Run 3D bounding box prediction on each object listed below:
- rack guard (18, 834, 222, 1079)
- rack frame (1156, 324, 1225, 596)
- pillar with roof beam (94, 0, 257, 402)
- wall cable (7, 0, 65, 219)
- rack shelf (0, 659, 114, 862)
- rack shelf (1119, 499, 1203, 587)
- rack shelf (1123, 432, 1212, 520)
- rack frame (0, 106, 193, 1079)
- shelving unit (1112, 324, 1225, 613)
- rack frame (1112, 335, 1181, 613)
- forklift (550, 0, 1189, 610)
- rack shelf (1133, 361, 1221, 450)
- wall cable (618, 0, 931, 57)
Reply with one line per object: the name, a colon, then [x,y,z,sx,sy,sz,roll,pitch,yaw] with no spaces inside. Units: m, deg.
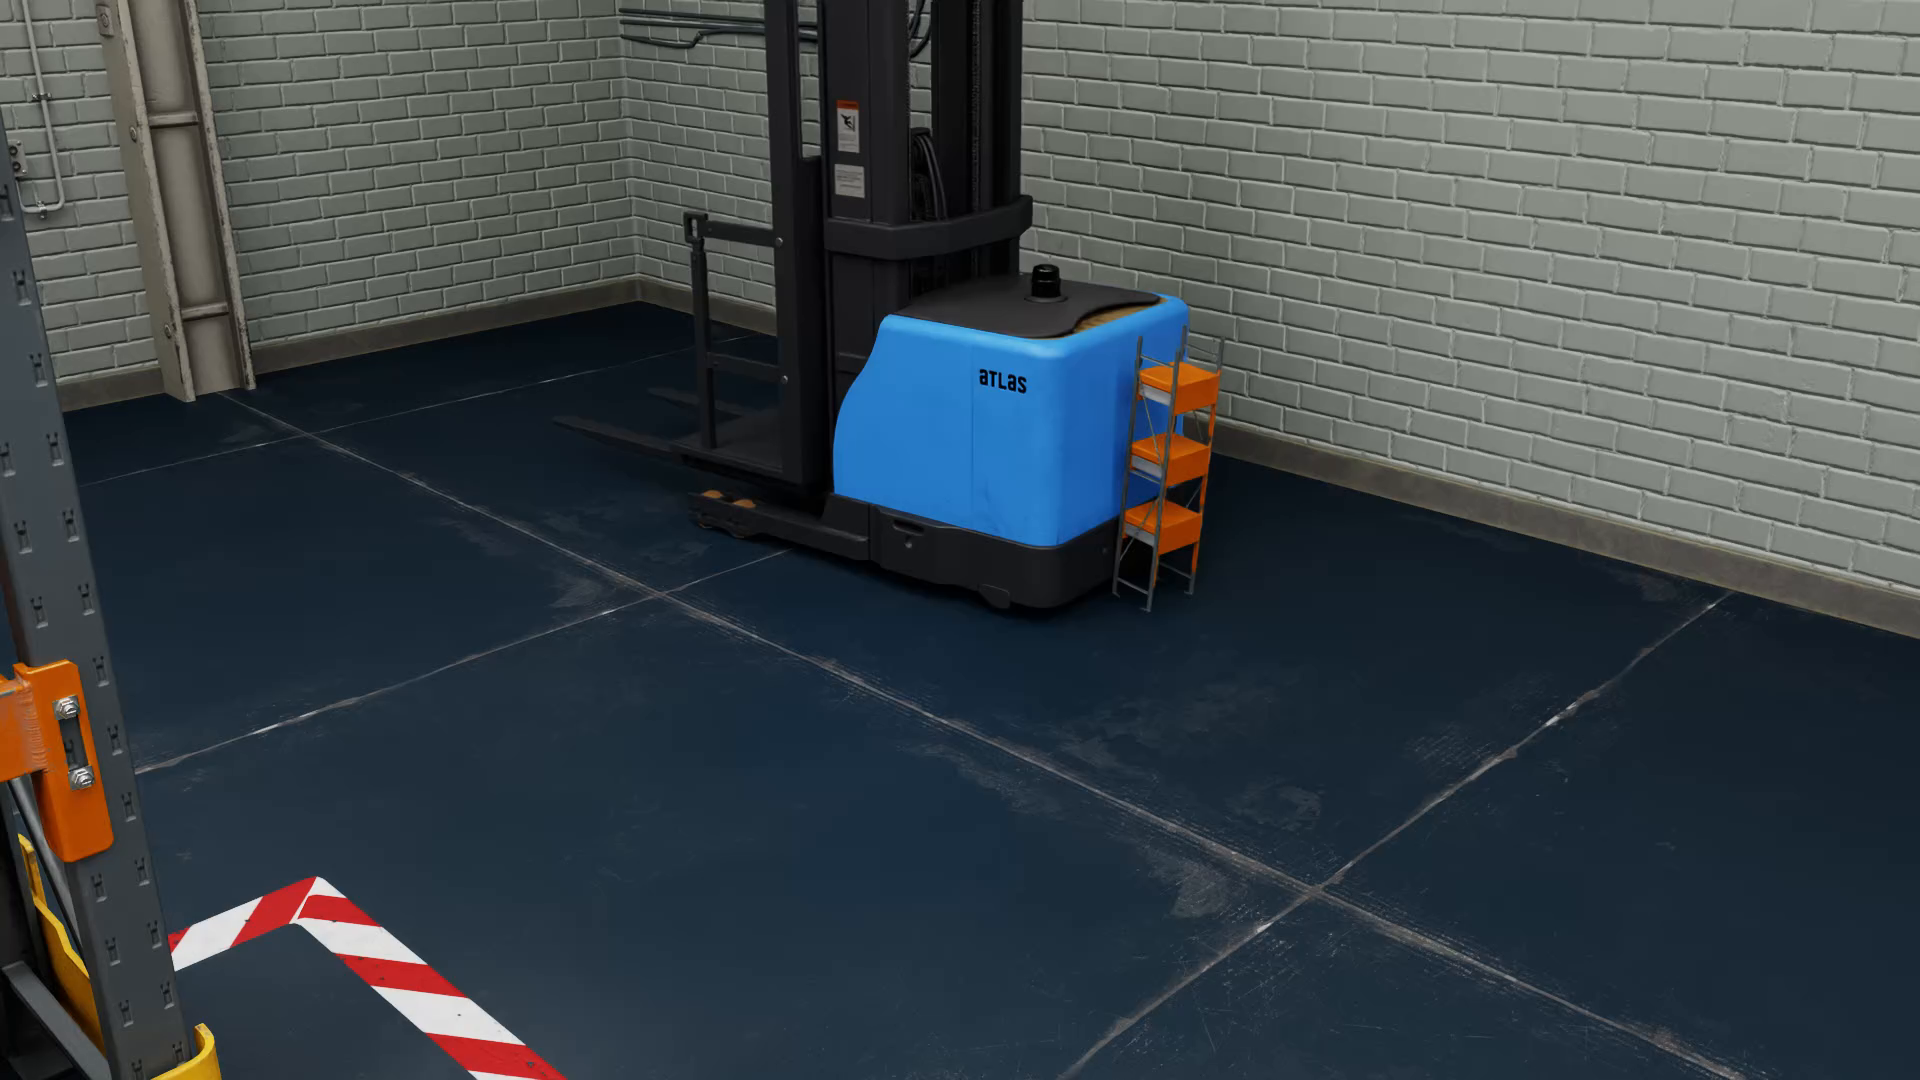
rack guard: [-1.935,1.099,3.518,1.175,0.500,0.348,19,28,41]
rack frame: [0.871,-0.293,6.350,0.008,1.050,0.200,-18,32,-38]
pillar with roof beam: [-1.085,-3.959,4.833,9.100,9.000,0.400,19,28,41]
wall cable: [-5.218,-2.366,7.633,0.084,1.984,1.851,19,28,41]
rack shelf: [-3.277,0.763,1.911,1.077,0.370,4.000,19,28,41]
rack shelf: [0.764,-0.002,6.394,0.240,0.259,0.215,-18,32,-38]
rack shelf: [0.779,-0.254,6.278,0.240,0.259,0.215,-18,32,-38]
rack frame: [-1.882,-0.087,3.120,1.000,3.000,0.127,19,28,41]
shelving unit: [0.780,-0.263,6.274,0.252,1.050,0.215,-18,32,-38]
rack frame: [0.689,-0.234,6.198,0.008,1.050,0.200,-18,32,-38]
forklift: [-0.560,-1.509,6.916,3.031,2.935,1.130,15,26,34]
rack shelf: [0.795,-0.511,6.160,0.240,0.259,0.215,-18,32,-38]
wall cable: [-1.232,-4.041,9.374,3.097,2.526,0.112,19,28,41]
